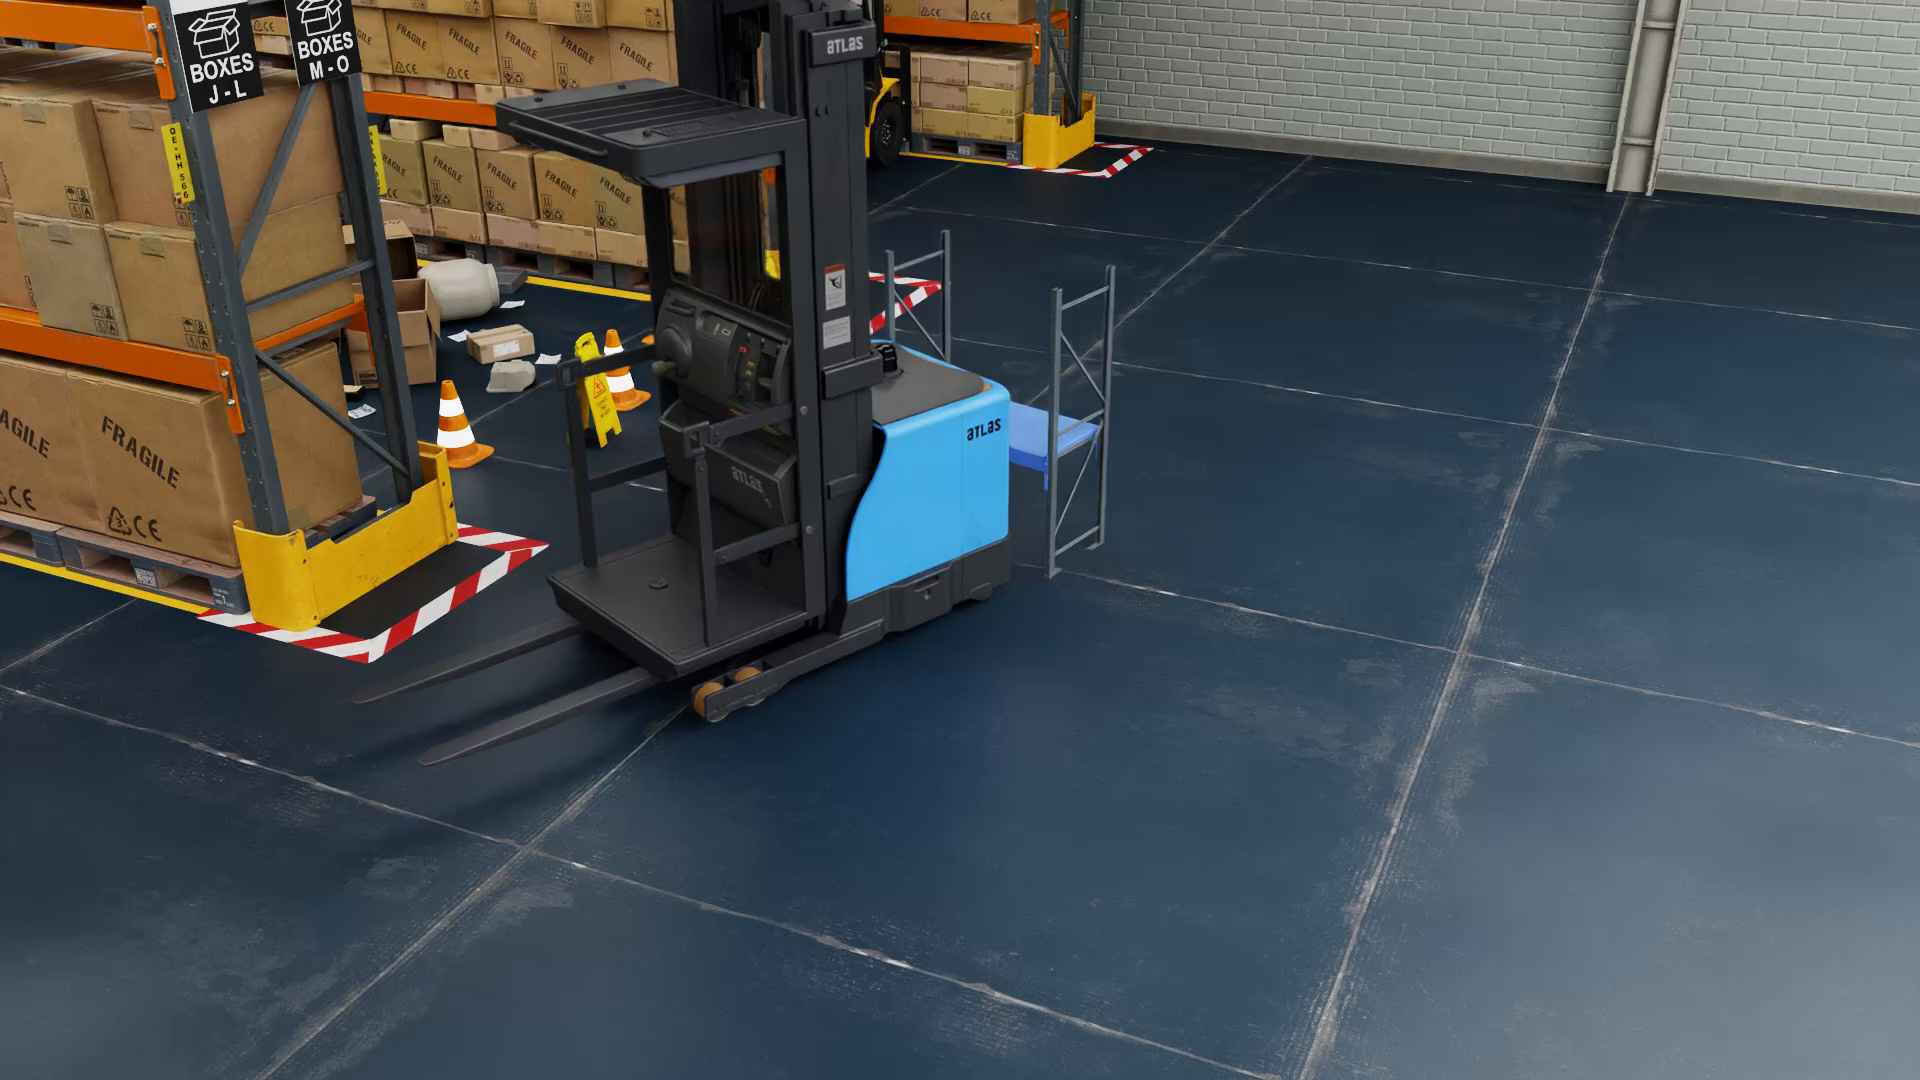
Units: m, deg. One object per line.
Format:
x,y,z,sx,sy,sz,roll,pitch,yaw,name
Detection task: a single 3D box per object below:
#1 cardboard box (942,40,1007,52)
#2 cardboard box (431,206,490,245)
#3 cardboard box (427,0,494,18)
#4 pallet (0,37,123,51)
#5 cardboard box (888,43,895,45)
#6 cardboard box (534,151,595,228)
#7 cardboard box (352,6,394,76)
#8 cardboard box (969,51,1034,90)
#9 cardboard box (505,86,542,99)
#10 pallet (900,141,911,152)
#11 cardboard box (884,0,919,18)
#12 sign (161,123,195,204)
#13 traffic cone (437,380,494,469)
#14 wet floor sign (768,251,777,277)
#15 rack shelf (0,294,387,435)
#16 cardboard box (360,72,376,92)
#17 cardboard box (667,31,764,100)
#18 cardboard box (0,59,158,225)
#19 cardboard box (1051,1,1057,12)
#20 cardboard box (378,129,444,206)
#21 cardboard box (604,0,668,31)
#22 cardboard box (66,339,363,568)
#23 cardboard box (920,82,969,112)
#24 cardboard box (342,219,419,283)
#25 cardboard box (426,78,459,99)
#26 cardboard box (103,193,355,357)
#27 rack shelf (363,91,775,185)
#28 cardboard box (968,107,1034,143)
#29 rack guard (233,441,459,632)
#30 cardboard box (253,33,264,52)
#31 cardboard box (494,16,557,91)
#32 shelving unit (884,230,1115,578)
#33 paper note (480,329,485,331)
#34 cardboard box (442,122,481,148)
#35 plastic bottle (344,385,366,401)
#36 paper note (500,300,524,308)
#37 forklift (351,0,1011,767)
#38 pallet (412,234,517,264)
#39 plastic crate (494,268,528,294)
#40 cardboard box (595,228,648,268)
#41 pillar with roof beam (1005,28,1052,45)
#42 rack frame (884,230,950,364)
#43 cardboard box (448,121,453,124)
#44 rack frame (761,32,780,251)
0.148,-4.835,16.679,0.500,0.250,0.500,11,28,22,cardboard box
-3.813,-2.557,13.186,0.500,0.250,0.500,13,29,25,cardboard box
-3.516,-4.166,12.235,0.500,0.500,0.700,11,28,21,cardboard box
-7.677,-4.470,14.650,1.003,0.211,1.213,11,28,22,pallet
-0.974,-4.814,16.638,0.500,0.250,0.500,11,28,21,cardboard box
-2.858,-2.703,12.632,0.500,0.500,0.500,11,28,21,cardboard box
-4.444,-3.898,12.821,0.500,0.500,0.500,11,28,22,cardboard box
0.415,-4.539,16.080,0.500,0.250,0.500,12,29,24,cardboard box
-3.173,-3.340,12.423,0.250,0.149,0.380,11,28,22,cardboard box
-0.856,-4.273,17.190,1.213,0.211,1.003,11,28,22,pallet
-0.528,-5.399,16.206,0.500,0.500,0.500,11,28,21,cardboard box
-3.282,-1.582,6.988,0.005,0.325,0.100,11,28,22,sign
-2.940,-0.702,9.652,0.334,0.463,0.336,11,28,22,traffic cone
-1.358,-1.659,11.390,0.232,0.644,0.267,23,35,39,wet floor sign
-4.865,-1.215,8.636,4.000,0.370,1.077,11,28,22,rack shelf
-4.575,-3.613,12.977,0.250,0.149,0.380,11,28,22,cardboard box
-1.696,-3.347,11.703,0.500,0.500,0.500,11,28,21,cardboard box
-3.905,-1.871,7.761,0.550,0.550,0.875,11,28,22,cardboard box
0.628,-5.424,16.258,0.500,0.500,0.500,12,29,23,cardboard box
-4.304,-2.987,13.209,0.500,0.500,0.500,13,29,24,cardboard box
-2.101,-3.909,11.711,0.500,0.500,0.700,12,29,22,cardboard box
-3.689,-0.504,8.309,0.875,0.875,0.875,12,28,22,cardboard box
-0.061,-4.416,16.394,0.500,0.250,0.500,11,28,21,cardboard box
-4.317,-2.049,12.342,0.500,0.500,0.500,-12,29,-23,cardboard box
-3.858,-3.492,12.731,0.250,0.149,0.380,12,29,23,cardboard box
-3.401,-1.289,7.802,0.550,0.550,0.875,11,28,22,cardboard box
-2.908,-3.224,12.716,4.000,0.370,1.077,11,28,22,rack shelf
0.405,-4.091,16.301,0.500,0.250,0.500,12,28,22,cardboard box
-3.023,-0.046,8.278,0.348,0.500,1.175,11,28,22,rack guard
-5.544,-4.026,13.341,0.250,0.149,0.380,10,28,20,cardboard box
-3.057,-3.634,12.285,0.500,0.500,0.500,12,29,22,cardboard box
0.187,-0.709,8.493,1.048,1.500,0.538,19,32,33,shelving unit
-3.331,-1.475,11.734,0.123,0.001,0.032,11,28,22,paper note
-3.746,-3.138,12.781,0.250,0.149,0.380,13,29,24,cardboard box
-3.944,-0.937,10.585,0.283,0.061,0.133,2,26,4,plastic bottle
-3.297,-1.742,12.253,0.148,0.019,0.142,2,26,4,paper note
-1.183,-0.793,7.041,3.031,2.935,1.130,-22,33,-37,forklift
-4.103,-2.552,13.695,1.213,0.211,1.003,11,28,22,pallet
-3.639,-1.985,12.692,0.583,0.080,0.402,2,26,4,plastic crate
-2.403,-2.273,12.608,0.500,0.250,0.500,11,28,22,cardboard box
-1.079,-6.627,12.023,0.400,9.000,9.100,11,28,22,pillar with roof beam
-0.216,-0.847,8.772,0.032,1.500,0.500,19,32,33,rack frame
-4.079,-3.203,13.648,0.500,0.500,0.500,11,28,21,cardboard box
-1.088,-3.181,11.814,0.127,3.000,1.000,11,28,22,rack frame
